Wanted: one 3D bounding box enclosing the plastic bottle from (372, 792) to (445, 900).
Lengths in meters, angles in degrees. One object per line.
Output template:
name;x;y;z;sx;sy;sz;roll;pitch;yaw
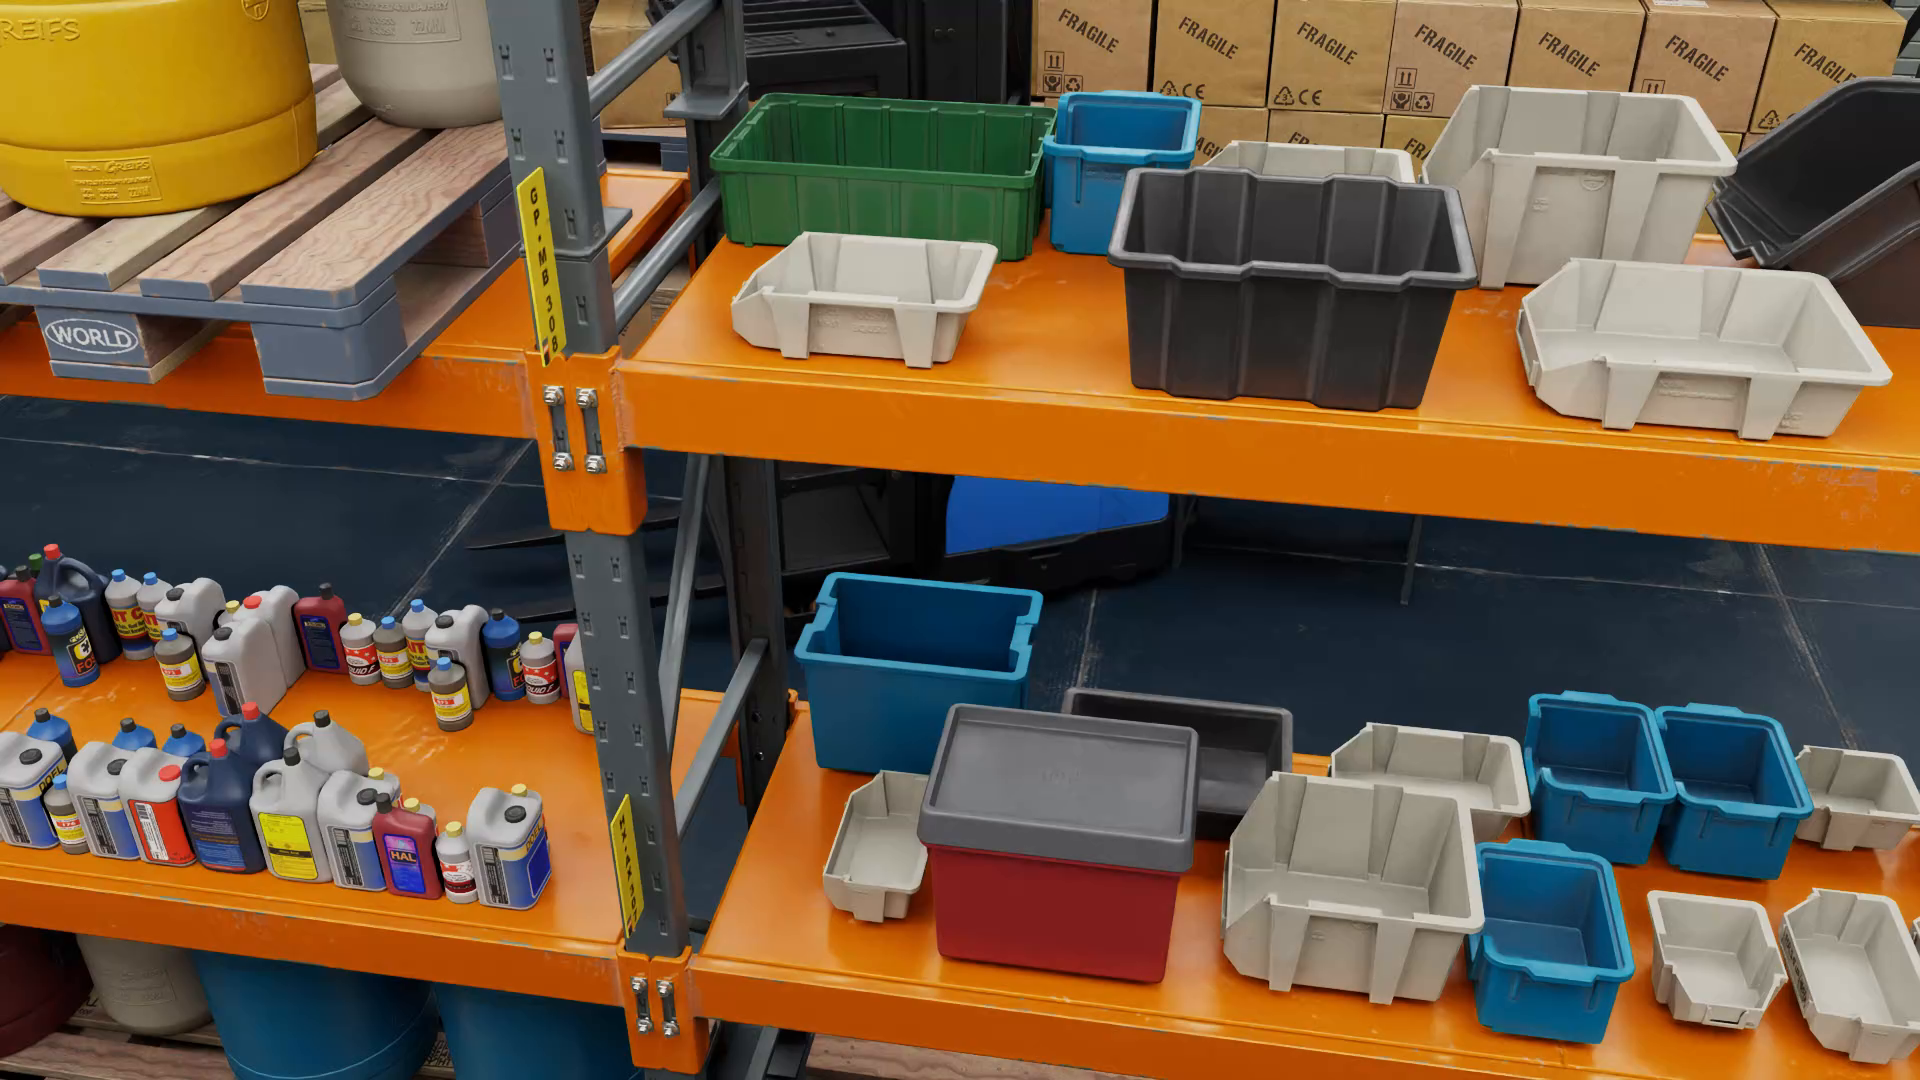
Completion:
plastic bottle;-1.293;0.714;3.892;0.133;0.283;0.061;5;32;8

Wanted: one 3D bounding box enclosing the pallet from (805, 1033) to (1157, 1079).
pallet;0.117;1.755;4.747;1.213;0.211;1.003;5;32;8

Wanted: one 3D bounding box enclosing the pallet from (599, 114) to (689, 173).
pallet;-1.802;-2.167;8.566;1.213;0.211;1.003;5;32;8

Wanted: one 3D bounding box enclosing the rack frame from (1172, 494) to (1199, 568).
rack frame;1.050;-0.638;7.356;0.032;1.500;0.500;9;33;14

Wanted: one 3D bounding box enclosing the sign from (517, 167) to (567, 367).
sign;-0.708;-0.460;2.822;0.005;0.325;0.100;5;32;8

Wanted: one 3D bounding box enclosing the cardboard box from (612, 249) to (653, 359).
cardboard box;-1.793;-1.221;8.816;0.500;0.500;0.500;4;32;7

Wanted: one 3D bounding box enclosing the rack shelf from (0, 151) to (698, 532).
rack shelf;-2.585;-0.617;3.760;4.000;0.370;1.077;5;32;8

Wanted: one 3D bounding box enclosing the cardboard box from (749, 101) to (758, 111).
cardboard box;-0.895;-2.471;8.380;0.500;0.500;0.700;10;33;16

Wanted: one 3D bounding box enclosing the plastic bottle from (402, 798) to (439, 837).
plastic bottle;-1.297;0.706;3.982;0.097;0.201;0.097;0;32;0

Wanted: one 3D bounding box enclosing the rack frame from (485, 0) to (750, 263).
rack frame;-0.614;-2.015;2.488;0.127;3.000;1.000;5;32;8

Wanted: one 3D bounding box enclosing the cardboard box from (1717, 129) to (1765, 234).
cardboard box;3.679;-1.646;7.458;0.500;0.500;0.500;6;33;10

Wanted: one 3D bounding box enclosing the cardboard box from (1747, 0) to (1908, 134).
cardboard box;3.681;-2.068;7.190;0.500;0.500;0.500;5;32;8

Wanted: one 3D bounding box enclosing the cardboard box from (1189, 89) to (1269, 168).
cardboard box;1.185;-1.873;7.821;0.500;0.500;0.500;6;32;9

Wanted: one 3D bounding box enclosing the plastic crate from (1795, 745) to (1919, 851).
plastic crate;2.170;0.644;4.085;0.298;0.136;0.250;5;32;8

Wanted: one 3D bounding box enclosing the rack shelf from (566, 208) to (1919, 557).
rack shelf;1.358;-0.260;3.190;4.000;0.370;1.077;5;32;8

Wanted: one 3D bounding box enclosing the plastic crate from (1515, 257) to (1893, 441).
plastic crate;1.250;-0.330;2.871;0.530;0.136;0.437;5;32;8

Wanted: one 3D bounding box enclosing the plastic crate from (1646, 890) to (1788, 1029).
plastic crate;1.638;0.931;3.628;0.250;0.136;0.298;5;32;8

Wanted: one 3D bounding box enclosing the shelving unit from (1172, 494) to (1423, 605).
shelving unit;1.536;-0.559;7.230;1.048;1.500;0.538;9;33;14

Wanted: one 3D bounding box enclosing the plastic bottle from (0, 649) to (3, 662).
plastic bottle;-2.802;0.227;4.670;0.133;0.283;0.061;5;32;8

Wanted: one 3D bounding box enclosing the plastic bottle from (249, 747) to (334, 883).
plastic bottle;-1.575;0.638;3.951;0.185;0.351;0.144;5;32;8

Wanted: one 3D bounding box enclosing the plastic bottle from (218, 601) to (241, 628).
plastic bottle;-2.029;0.264;4.688;0.097;0.201;0.097;0;32;0

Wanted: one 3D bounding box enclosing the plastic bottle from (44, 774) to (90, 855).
plastic bottle;-2.166;0.660;4.056;0.097;0.201;0.097;0;32;0

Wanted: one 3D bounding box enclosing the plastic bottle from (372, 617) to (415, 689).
plastic bottle;-1.572;0.305;4.622;0.097;0.201;0.097;0;32;0

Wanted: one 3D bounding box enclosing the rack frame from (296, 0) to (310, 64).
rack frame;-3.720;-2.420;8.789;0.127;3.000;1.000;5;32;8

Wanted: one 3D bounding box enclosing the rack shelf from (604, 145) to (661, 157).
rack shelf;-1.748;-1.936;8.694;4.000;0.370;1.077;5;32;8

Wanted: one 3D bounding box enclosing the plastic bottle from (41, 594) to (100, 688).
plastic bottle;-2.473;0.272;4.610;0.097;0.271;0.097;0;32;0

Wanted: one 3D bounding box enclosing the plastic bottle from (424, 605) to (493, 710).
plastic bottle;-1.367;0.307;4.549;0.135;0.276;0.152;5;32;8

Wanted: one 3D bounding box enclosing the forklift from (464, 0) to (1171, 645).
forklift;-0.638;-1.107;6.757;3.031;2.935;1.130;-9;33;-14

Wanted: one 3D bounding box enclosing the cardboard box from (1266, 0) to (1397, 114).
cardboard box;1.656;-2.248;7.477;0.500;0.500;0.500;4;32;7

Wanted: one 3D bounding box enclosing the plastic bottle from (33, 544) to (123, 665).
plastic bottle;-2.496;0.171;4.696;0.185;0.351;0.144;5;32;8

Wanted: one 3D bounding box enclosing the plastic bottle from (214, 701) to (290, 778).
plastic bottle;-1.733;0.546;4.097;0.185;0.351;0.144;5;32;8

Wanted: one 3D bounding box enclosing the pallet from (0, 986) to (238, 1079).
pallet;-2.574;1.511;5.137;1.213;0.211;1.003;5;32;8

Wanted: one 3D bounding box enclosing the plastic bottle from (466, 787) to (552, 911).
plastic bottle;-1.057;0.714;3.899;0.135;0.276;0.152;5;32;8

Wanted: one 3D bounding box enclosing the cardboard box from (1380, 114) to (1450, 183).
cardboard box;2.179;-1.783;7.676;0.500;0.500;0.500;5;32;8

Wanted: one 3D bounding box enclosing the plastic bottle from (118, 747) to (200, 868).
plastic bottle;-1.914;0.636;4.023;0.135;0.276;0.152;5;32;8

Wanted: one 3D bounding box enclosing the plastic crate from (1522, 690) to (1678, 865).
plastic crate;1.547;0.592;4.079;0.300;0.233;0.416;5;32;8

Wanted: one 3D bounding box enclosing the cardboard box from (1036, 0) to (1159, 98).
cardboard box;0.640;-2.340;7.624;0.500;0.500;0.500;6;33;9

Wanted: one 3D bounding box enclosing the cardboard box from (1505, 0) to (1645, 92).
cardboard box;2.671;-2.156;7.331;0.500;0.500;0.500;6;33;10

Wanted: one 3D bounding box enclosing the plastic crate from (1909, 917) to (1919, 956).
plastic crate;2.212;0.959;3.582;0.243;0.136;0.396;5;32;8

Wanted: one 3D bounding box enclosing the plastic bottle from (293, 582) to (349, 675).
plastic bottle;-1.779;0.242;4.646;0.133;0.283;0.061;5;32;8

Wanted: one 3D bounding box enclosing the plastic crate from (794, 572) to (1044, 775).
plastic crate;-0.096;0.372;4.287;0.575;0.384;0.392;5;32;8

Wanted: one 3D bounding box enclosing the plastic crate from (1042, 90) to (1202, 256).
plastic crate;0.337;-0.759;3.465;0.300;0.233;0.416;5;32;8

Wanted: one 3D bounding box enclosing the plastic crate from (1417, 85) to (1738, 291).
plastic crate;1.196;-0.696;3.319;0.530;0.282;0.437;5;32;8

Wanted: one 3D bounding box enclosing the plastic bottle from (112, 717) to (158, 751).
plastic bottle;-2.044;0.560;4.150;0.097;0.271;0.097;0;32;0

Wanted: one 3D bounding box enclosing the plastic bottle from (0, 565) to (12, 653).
plastic bottle;-2.810;0.142;4.742;0.185;0.351;0.144;5;32;8

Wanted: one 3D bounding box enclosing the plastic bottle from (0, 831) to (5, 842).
plastic bottle;-2.394;0.639;4.089;0.097;0.201;0.097;0;32;0

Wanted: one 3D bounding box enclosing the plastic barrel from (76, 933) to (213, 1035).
plastic barrel;-2.387;1.186;4.977;0.421;0.512;0.421;0;32;0

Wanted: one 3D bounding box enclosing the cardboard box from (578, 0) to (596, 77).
cardboard box;-2.211;-2.461;8.365;0.500;0.500;0.700;11;34;17

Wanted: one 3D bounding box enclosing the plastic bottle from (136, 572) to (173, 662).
plastic bottle;-2.257;0.214;4.703;0.097;0.271;0.097;0;32;0

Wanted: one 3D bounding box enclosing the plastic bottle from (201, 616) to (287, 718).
plastic bottle;-1.944;0.337;4.502;0.135;0.276;0.152;5;32;8

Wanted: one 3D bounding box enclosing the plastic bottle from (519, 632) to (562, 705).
plastic bottle;-1.152;0.343;4.562;0.097;0.201;0.097;0;32;0

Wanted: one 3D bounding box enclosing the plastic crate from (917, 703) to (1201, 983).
plastic crate;0.224;0.686;3.710;0.583;0.464;0.402;5;32;8

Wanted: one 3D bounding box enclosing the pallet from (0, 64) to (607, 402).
pallet;-1.403;-0.683;3.364;1.003;0.211;1.213;5;32;8

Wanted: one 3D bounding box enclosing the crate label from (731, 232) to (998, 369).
crate label;-0.180;-0.437;3.043;0.466;0.136;0.293;5;32;8

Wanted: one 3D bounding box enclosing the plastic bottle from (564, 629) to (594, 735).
plastic bottle;-0.946;0.344;4.420;0.185;0.351;0.144;5;32;8

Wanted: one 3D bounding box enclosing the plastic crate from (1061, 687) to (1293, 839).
plastic crate;0.535;0.578;4.202;0.590;0.125;0.437;5;32;8

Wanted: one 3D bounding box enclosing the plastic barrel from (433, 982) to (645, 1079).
plastic barrel;-1.147;1.182;4.617;0.708;0.901;0.600;5;32;8

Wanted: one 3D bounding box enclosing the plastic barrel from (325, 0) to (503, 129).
plastic barrel;-1.091;-1.158;3.421;0.433;0.535;0.433;0;32;0
